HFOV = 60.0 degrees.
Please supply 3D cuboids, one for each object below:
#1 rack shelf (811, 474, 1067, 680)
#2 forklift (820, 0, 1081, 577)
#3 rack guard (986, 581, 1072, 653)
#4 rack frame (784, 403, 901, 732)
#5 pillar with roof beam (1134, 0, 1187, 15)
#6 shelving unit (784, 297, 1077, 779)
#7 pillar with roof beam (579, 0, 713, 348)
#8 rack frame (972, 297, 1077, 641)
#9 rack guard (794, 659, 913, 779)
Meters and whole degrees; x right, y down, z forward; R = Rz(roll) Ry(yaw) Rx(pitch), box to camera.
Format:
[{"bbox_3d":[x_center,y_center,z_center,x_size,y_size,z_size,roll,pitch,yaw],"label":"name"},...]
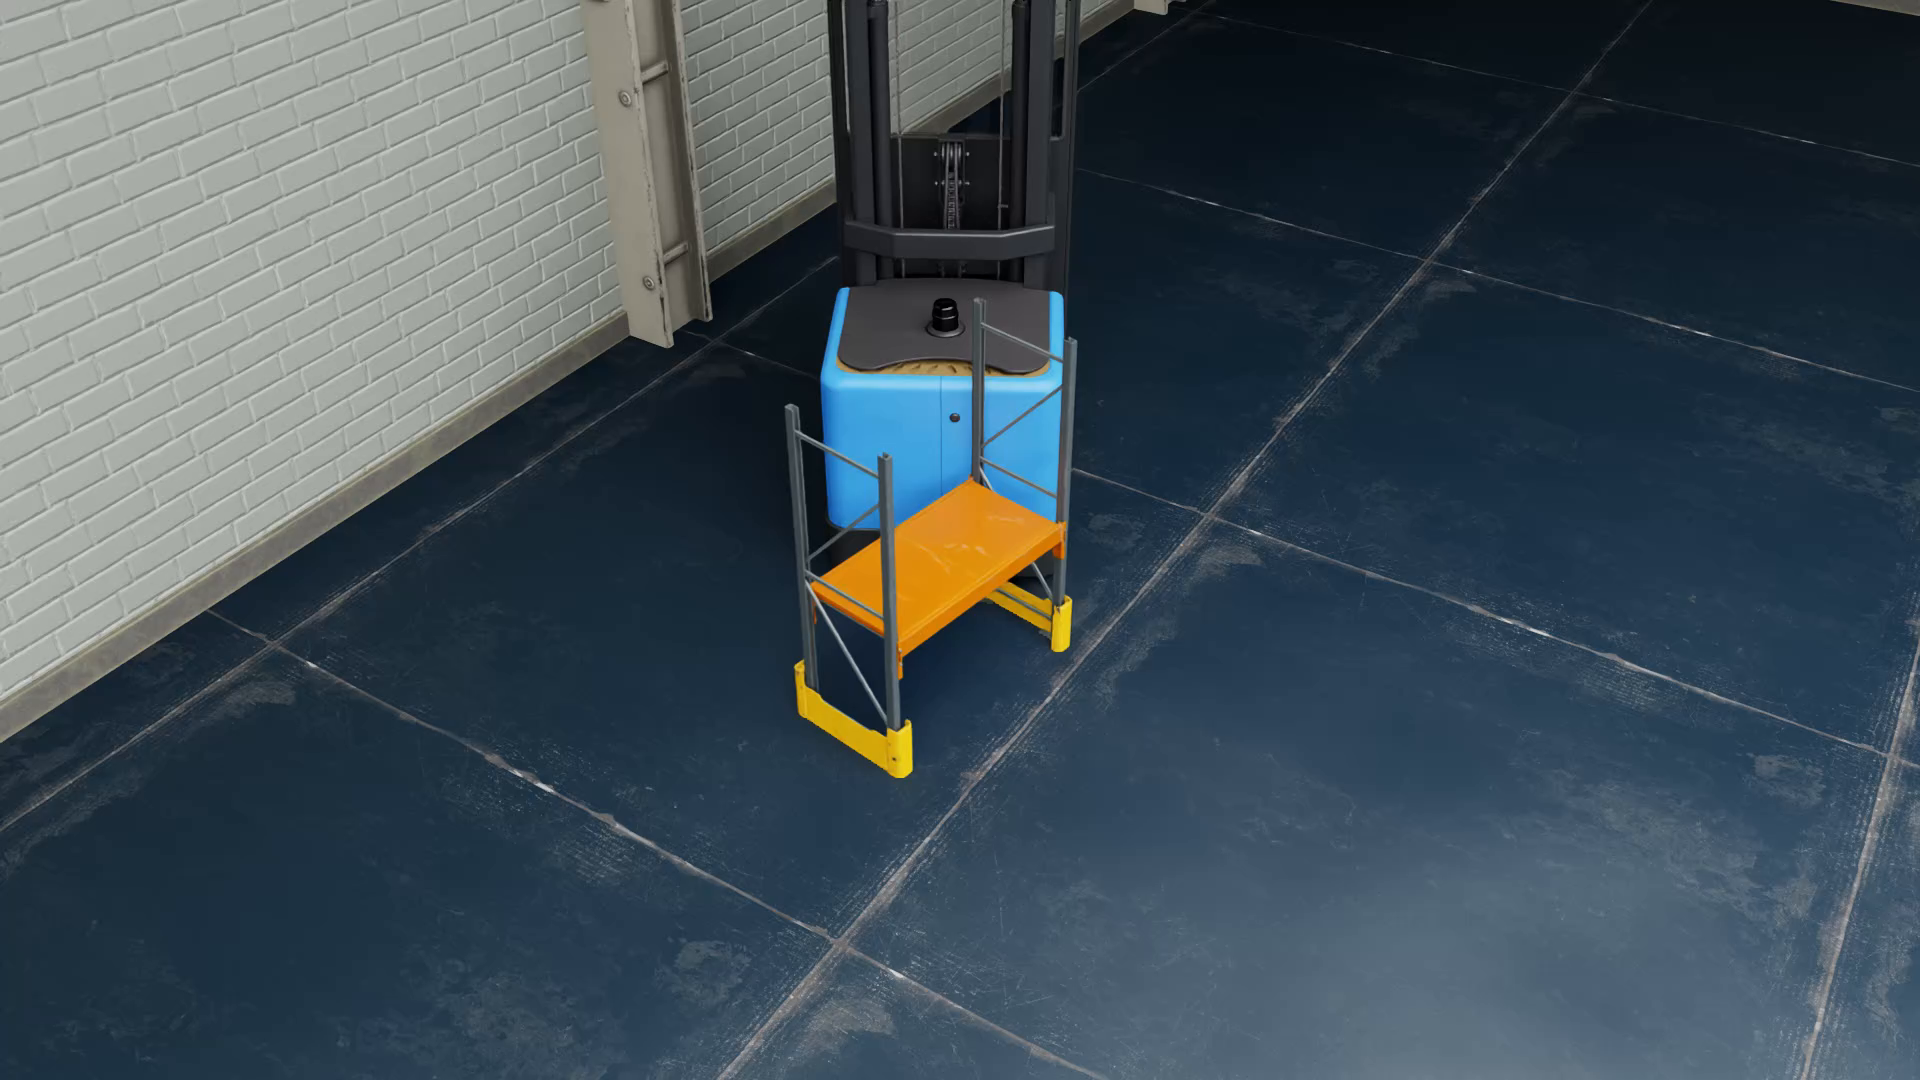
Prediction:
[{"bbox_3d":[-0.091,0.124,6.655,0.538,0.185,1.000,28,46,32],"label":"rack shelf"},{"bbox_3d":[-0.016,-1.872,7.778,1.130,2.935,3.031,1,38,2],"label":"forklift"},{"bbox_3d":[0.233,0.253,7.217,0.587,0.250,0.087,28,46,32],"label":"rack guard"},{"bbox_3d":[-0.427,0.214,6.244,0.500,1.500,0.032,28,46,32],"label":"rack frame"},{"bbox_3d":[5.225,-6.450,8.747,9.100,9.000,0.400,21,42,25],"label":"pillar with roof beam"},{"bbox_3d":[-0.097,-0.014,6.540,0.587,1.500,1.083,28,46,32],"label":"shelving unit"},{"bbox_3d":[2.011,-3.357,4.735,9.100,9.000,0.400,21,42,25],"label":"pillar with roof beam"},{"bbox_3d":[0.245,-0.251,6.847,0.500,1.500,0.032,28,46,32],"label":"rack frame"},{"bbox_3d":[-0.426,0.709,6.626,0.587,0.250,0.087,28,46,32],"label":"rack guard"}]
